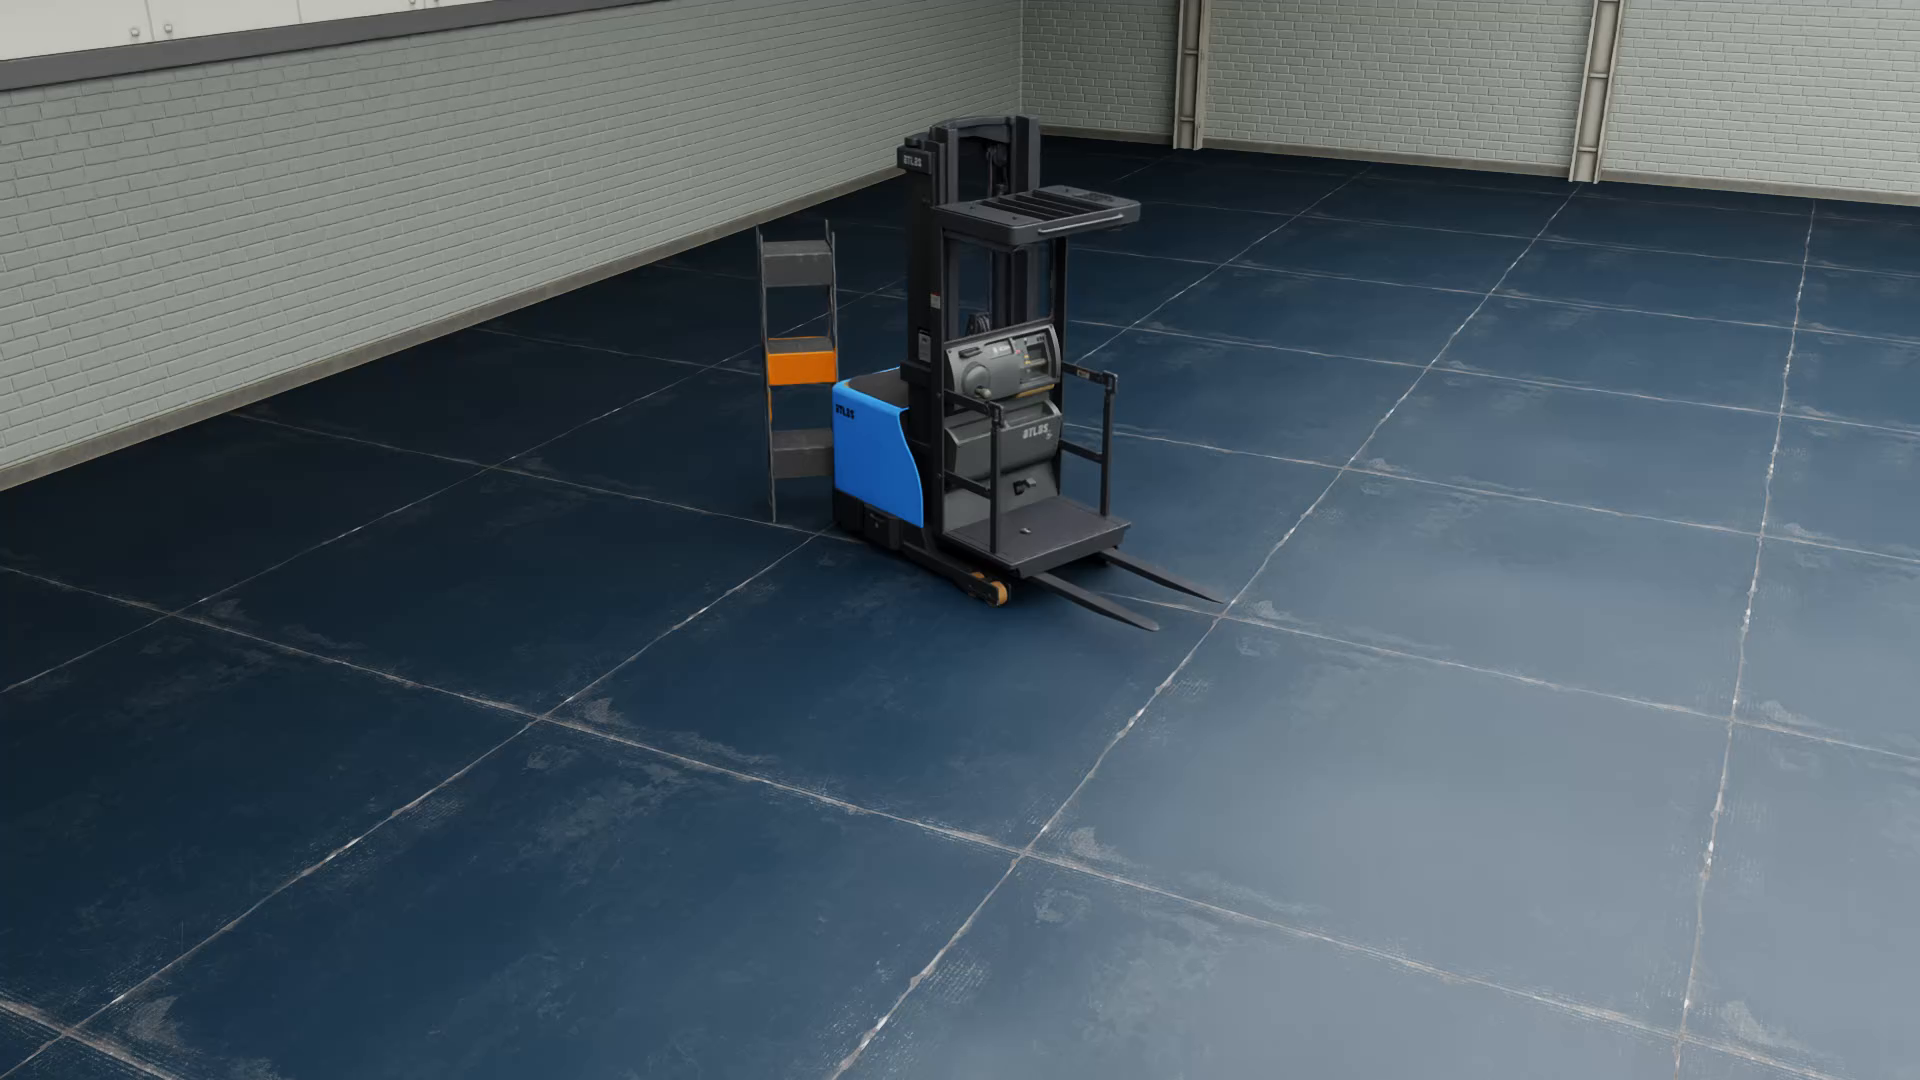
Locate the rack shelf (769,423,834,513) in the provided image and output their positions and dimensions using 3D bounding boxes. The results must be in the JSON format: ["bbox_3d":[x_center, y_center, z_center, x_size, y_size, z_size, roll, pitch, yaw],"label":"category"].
[{"bbox_3d":[-1.141,-0.531,12.138,0.480,0.518,0.431,-4,23,-10],"label":"rack shelf"}]

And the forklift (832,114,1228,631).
[{"bbox_3d":[0.427,-1.139,10.683,1.130,2.935,3.031,-18,29,-37],"label":"forklift"}]

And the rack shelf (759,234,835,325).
[{"bbox_3d":[-1.140,-1.819,11.590,0.480,0.518,0.431,-4,23,-10],"label":"rack shelf"}]

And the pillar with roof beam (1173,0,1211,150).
[{"bbox_3d":[1.671,-8.862,21.089,0.400,9.000,9.100,11,25,25],"label":"pillar with roof beam"}]

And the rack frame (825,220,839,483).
[{"bbox_3d":[-0.901,-1.205,11.901,0.015,2.100,0.400,-4,23,-10],"label":"rack frame"}]

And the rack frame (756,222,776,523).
[{"bbox_3d":[-1.380,-1.169,11.817,0.015,2.100,0.400,-4,23,-10],"label":"rack frame"}]

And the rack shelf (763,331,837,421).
[{"bbox_3d":[-1.140,-1.175,11.864,0.480,0.518,0.431,-4,23,-10],"label":"rack shelf"}]

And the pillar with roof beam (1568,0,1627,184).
[{"bbox_3d":[7.025,-7.802,18.597,0.400,9.000,9.100,11,25,25],"label":"pillar with roof beam"}]

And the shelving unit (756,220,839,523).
[{"bbox_3d":[-1.140,-1.187,11.859,0.503,2.100,0.431,-4,23,-10],"label":"shelving unit"}]
